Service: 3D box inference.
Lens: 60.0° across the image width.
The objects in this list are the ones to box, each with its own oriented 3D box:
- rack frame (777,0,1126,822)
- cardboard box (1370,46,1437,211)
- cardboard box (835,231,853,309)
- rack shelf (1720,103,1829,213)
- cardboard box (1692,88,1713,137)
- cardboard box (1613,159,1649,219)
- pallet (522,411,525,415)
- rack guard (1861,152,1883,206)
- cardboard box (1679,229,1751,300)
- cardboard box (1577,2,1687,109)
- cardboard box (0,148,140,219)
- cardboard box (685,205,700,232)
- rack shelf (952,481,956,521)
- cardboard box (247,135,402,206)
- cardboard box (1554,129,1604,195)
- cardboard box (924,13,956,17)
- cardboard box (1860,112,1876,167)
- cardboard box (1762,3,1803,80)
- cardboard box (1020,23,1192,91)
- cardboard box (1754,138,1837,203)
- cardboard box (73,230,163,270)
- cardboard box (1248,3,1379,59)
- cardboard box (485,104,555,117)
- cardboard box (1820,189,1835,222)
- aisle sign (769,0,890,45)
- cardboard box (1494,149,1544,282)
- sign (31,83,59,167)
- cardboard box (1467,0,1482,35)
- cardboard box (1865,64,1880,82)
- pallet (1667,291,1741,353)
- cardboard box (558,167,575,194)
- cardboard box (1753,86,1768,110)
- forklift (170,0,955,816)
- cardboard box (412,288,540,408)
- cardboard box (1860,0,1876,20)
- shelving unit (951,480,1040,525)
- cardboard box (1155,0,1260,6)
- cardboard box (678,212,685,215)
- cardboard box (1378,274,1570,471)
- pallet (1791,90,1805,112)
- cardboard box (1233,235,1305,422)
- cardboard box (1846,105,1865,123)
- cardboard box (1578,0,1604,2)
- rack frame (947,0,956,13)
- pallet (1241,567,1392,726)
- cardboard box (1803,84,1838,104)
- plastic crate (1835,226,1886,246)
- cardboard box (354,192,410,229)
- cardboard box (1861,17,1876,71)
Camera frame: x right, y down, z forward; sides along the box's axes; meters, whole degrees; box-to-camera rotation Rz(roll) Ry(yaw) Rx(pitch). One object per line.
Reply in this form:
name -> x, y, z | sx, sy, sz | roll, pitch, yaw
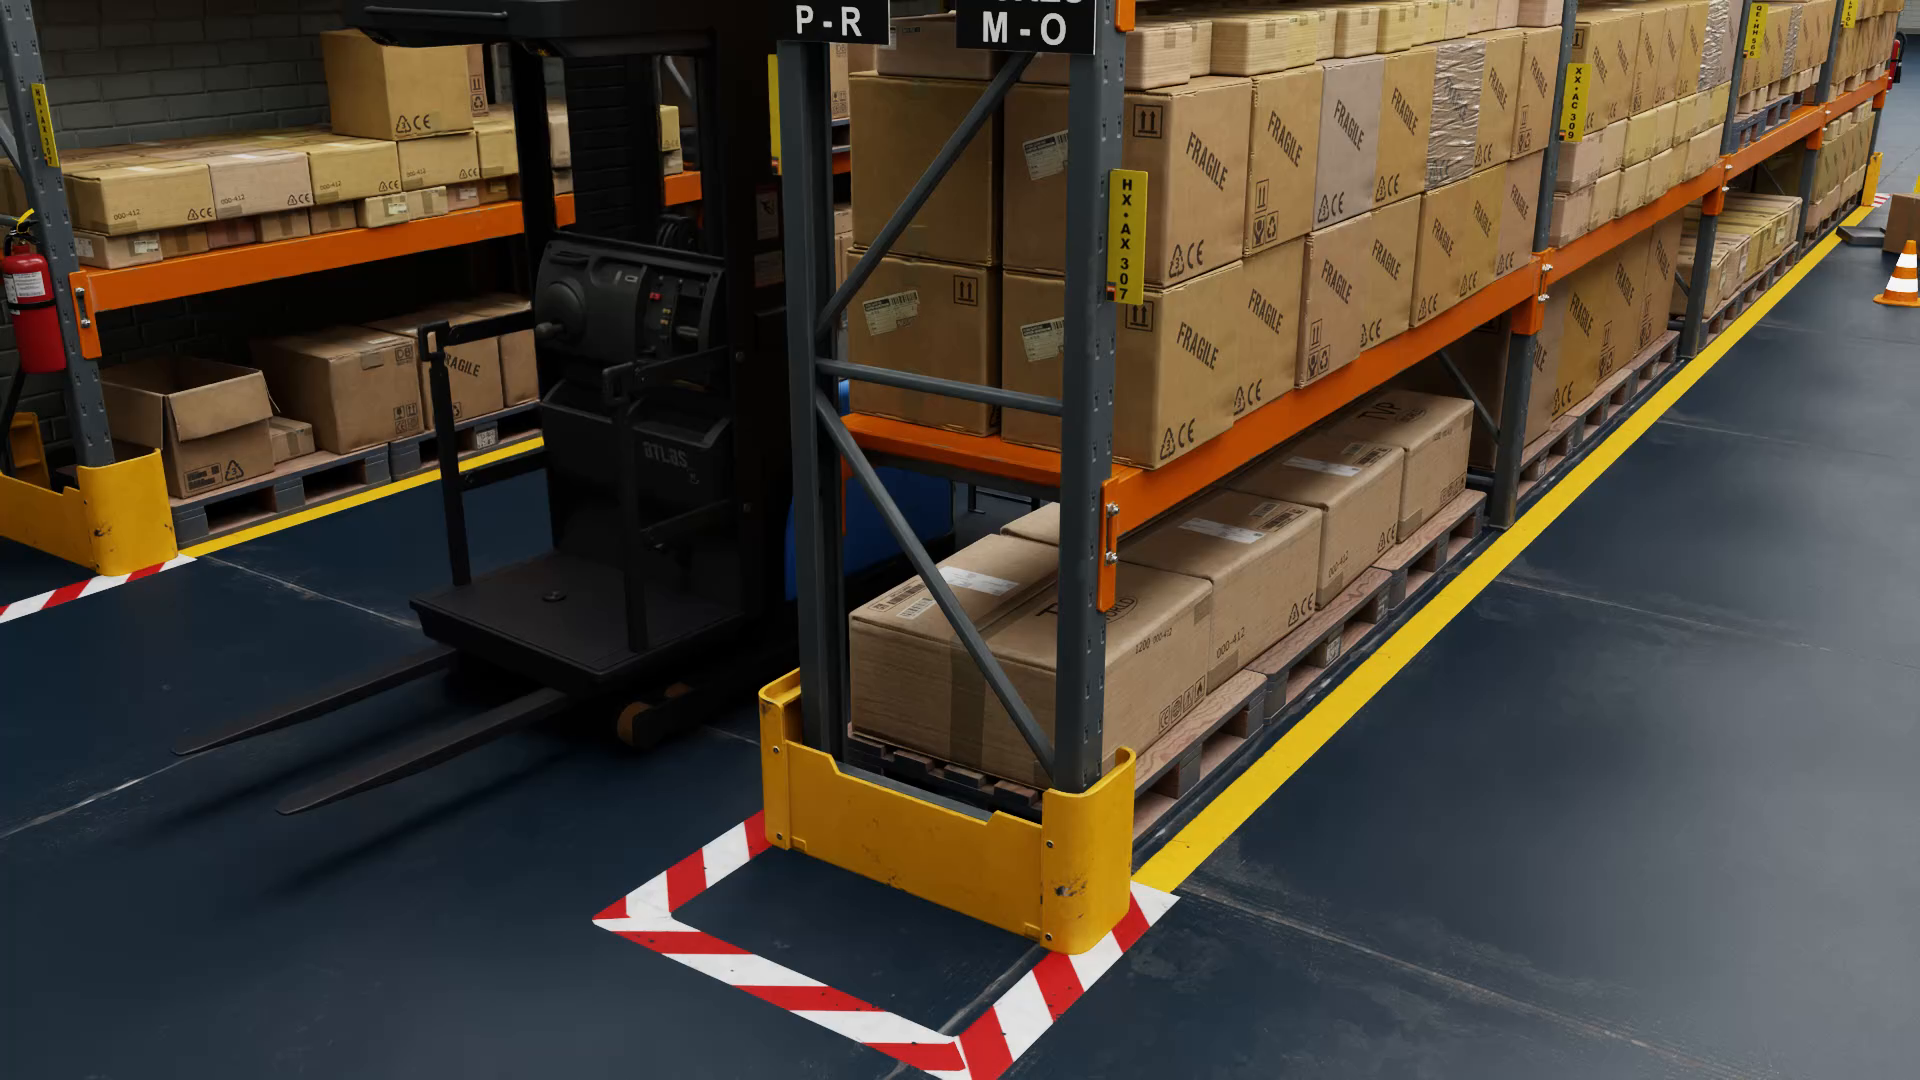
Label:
rack frame -> -0.046, -0.410, 4.551 | 1.000, 3.000, 0.127 | 13, 24, 32
cardboard box -> 1.307, -1.451, 5.777 | 0.500, 0.500, 0.500 | 13, 24, 32
cardboard box -> -0.871, -1.942, 11.688 | 0.500, 0.500, 0.500 | 12, 24, 30
rack shelf -> 5.576, -2.942, 12.432 | 1.077, 0.370, 4.000 | 13, 24, 32
cardboard box -> 4.104, -2.534, 9.786 | 0.500, 0.250, 0.500 | 13, 24, 30
cardboard box -> 3.260, -1.855, 8.673 | 0.500, 0.250, 0.500 | 13, 24, 31
pallet -> -2.291, -1.020, 10.219 | 1.003, 0.211, 1.213 | 13, 24, 32
rack guard -> 8.906, -3.807, 17.336 | 1.175, 0.500, 0.348 | 13, 24, 32
cardboard box -> 5.186, -2.044, 12.149 | 0.950, 0.372, 0.625 | 13, 24, 31
cardboard box -> 3.520, -2.588, 8.854 | 0.500, 0.500, 0.500 | 13, 24, 31
cardboard box -> -4.114, -1.630, 7.636 | 0.500, 0.250, 0.500 | 14, 25, 33
cardboard box -> -1.533, -2.056, 10.634 | 0.380, 0.149, 0.250 | 13, 24, 31
rack shelf -> 0.004, -0.400, 7.623 | 0.431, 0.370, 0.720 | 13, 24, 32
cardboard box -> -3.110, -1.815, 8.135 | 0.500, 0.250, 0.500 | 13, 24, 31
cardboard box -> 2.684, -1.793, 7.785 | 0.500, 0.250, 0.500 | 12, 24, 30
cardboard box -> 0.113, -1.450, 4.841 | 0.380, 0.149, 0.250 | 14, 24, 33
cardboard box -> 8.714, -3.979, 16.477 | 0.500, 0.500, 0.500 | 13, 24, 32
cardboard box -> 5.764, -3.620, 12.049 | 0.500, 0.500, 0.500 | 12, 24, 30
cardboard box -> 0.383, -1.278, 4.377 | 0.380, 0.149, 0.250 | 14, 24, 33
cardboard box -> 7.255, -3.229, 14.448 | 0.500, 0.500, 0.500 | 15, 25, 34
cardboard box -> -3.741, -1.300, 7.319 | 0.380, 0.149, 0.250 | 13, 24, 31
cardboard box -> 1.124, -1.648, 5.375 | 0.380, 0.149, 0.250 | 14, 24, 32
cardboard box -> -2.682, -2.360, 9.608 | 0.500, 0.250, 0.500 | 13, 24, 31
cardboard box -> 7.546, -3.033, 14.998 | 0.500, 0.250, 0.500 | 15, 25, 35
aisle sign -> -0.342, -1.669, 4.207 | 0.394, 0.787, 0.004 | 13, 24, 32
cardboard box -> 2.154, -1.422, 7.142 | 0.500, 0.500, 0.500 | 14, 24, 32
sign -> -3.704, -1.678, 6.729 | 0.100, 0.325, 0.005 | 13, 24, 32
cardboard box -> 1.779, -2.027, 6.402 | 0.380, 0.149, 0.250 | 13, 24, 31
cardboard box -> 8.583, -4.491, 15.944 | 0.380, 0.149, 0.250 | 14, 24, 33
pallet -> 4.892, -1.622, 11.845 | 1.003, 0.211, 1.213 | 13, 24, 32
cardboard box -> -2.299, -2.038, 9.314 | 0.380, 0.149, 0.250 | 14, 24, 33
cardboard box -> 5.338, -3.061, 11.473 | 0.380, 0.149, 0.250 | 13, 24, 32
forklift -> -1.327, -0.837, 5.802 | 1.130, 2.935, 3.031 | 15, 25, 35
cardboard box -> -2.634, -1.095, 9.398 | 0.700, 0.500, 0.500 | 12, 24, 30
cardboard box -> 7.432, -4.735, 14.228 | 0.700, 0.500, 0.500 | 13, 24, 32
shelving unit -> 0.004, -0.705, 7.510 | 0.431, 1.500, 0.755 | 13, 24, 32
cardboard box -> 0.825, -1.821, 5.844 | 0.380, 0.149, 0.250 | 14, 25, 34
cardboard box -> -1.792, -2.092, 11.160 | 0.380, 0.149, 0.250 | 13, 24, 32
cardboard box -> 2.485, -0.952, 8.472 | 0.875, 0.875, 0.875 | 14, 25, 33
pallet -> 6.150, -3.573, 13.376 | 1.003, 0.211, 1.213 | 13, 24, 32
cardboard box -> 0.723, -0.690, 5.161 | 0.500, 0.500, 0.500 | 13, 24, 31
cardboard box -> 8.270, -4.019, 15.647 | 0.380, 0.149, 0.250 | 14, 25, 34
cardboard box -> 3.398, -2.838, 9.529 | 0.500, 0.500, 0.500 | 14, 25, 33
rack frame -> 0.344, -3.673, 13.370 | 1.000, 3.000, 0.127 | 13, 24, 32
pallet -> 1.026, 0.304, 6.638 | 1.003, 0.211, 1.213 | 13, 24, 32
cardboard box -> 7.142, -3.763, 13.978 | 0.380, 0.149, 0.250 | 13, 24, 32
plastic crate -> 8.261, -2.775, 15.151 | 0.402, 0.080, 0.583 | 5, 21, 13
cardboard box -> -2.976, -1.660, 8.292 | 0.380, 0.149, 0.250 | 12, 24, 30
cardboard box -> 8.001, -4.551, 15.171 | 0.500, 0.500, 0.500 | 14, 24, 32
